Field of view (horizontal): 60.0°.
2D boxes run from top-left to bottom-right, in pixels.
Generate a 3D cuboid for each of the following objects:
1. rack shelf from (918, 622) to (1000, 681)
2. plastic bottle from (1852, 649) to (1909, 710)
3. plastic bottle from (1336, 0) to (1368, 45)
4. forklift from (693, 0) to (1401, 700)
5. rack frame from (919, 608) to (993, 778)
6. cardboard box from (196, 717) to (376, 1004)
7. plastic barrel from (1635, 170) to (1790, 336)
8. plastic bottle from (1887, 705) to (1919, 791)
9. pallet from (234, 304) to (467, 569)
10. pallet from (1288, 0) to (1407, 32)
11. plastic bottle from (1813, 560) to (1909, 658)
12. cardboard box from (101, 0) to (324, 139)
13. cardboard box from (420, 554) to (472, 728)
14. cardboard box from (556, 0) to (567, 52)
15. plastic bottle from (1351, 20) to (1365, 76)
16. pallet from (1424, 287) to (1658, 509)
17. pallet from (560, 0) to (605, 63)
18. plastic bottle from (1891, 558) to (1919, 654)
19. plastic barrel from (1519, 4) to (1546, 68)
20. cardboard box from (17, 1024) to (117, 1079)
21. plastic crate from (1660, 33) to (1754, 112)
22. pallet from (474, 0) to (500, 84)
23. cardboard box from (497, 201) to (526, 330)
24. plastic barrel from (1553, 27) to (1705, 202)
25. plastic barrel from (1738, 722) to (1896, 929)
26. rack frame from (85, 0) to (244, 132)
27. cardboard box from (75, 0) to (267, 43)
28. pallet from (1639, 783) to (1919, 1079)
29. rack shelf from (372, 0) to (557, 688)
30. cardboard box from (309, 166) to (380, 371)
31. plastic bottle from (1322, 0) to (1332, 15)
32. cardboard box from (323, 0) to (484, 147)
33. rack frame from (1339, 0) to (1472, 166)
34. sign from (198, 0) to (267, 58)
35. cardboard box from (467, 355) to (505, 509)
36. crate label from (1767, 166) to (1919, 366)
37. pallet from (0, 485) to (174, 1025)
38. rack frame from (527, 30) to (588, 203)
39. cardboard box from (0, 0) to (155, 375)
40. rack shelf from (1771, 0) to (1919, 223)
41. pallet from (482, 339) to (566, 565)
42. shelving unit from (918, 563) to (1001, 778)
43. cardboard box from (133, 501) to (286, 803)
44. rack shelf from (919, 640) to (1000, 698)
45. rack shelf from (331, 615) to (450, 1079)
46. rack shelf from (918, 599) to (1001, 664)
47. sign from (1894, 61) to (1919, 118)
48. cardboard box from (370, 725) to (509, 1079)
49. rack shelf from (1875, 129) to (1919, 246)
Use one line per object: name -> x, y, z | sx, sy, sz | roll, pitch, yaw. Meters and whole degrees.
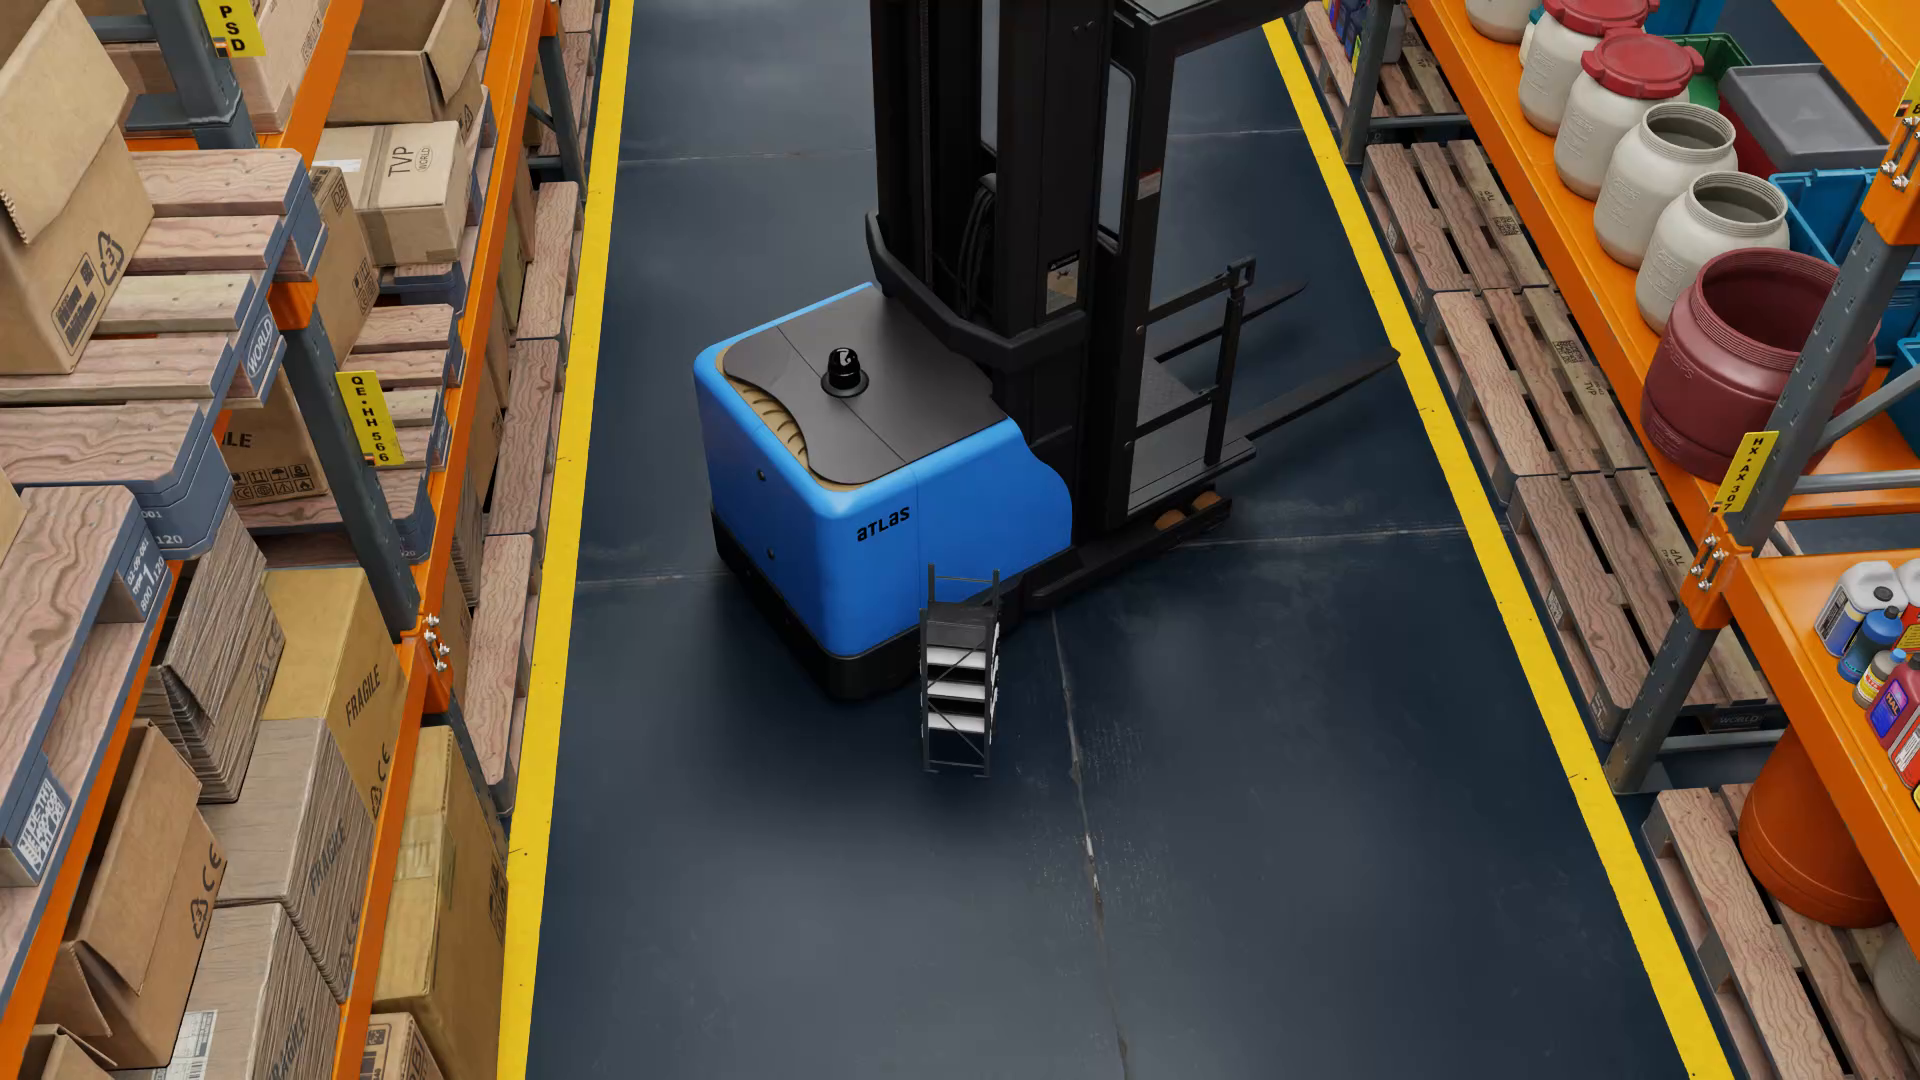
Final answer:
rack shelf -> 0.000, 0.372, 5.713 | 0.258, 0.077, 0.200 | 5, 47, 5
plastic bottle -> 2.558, 0.378, 4.600 | 0.097, 0.201, 0.097 | 0, 47, 0
plastic bottle -> 2.162, -2.901, 9.090 | 0.144, 0.351, 0.185 | -6, 47, -5
forklift -> 0.515, -1.262, 6.063 | 3.031, 2.935, 1.130 | -26, 52, -23
rack frame -> -0.013, 0.546, 5.750 | 0.240, 0.900, 0.006 | 5, 47, 5
cardboard box -> -1.758, 0.790, 4.003 | 0.500, 0.500, 0.500 | -4, 47, -4
plastic barrel -> 2.555, -0.949, 5.642 | 0.421, 0.512, 0.421 | 0, 47, 0
plastic bottle -> 2.606, 0.531, 4.403 | 0.152, 0.276, 0.135 | -3, 47, -3
pallet -> -2.248, -0.321, 5.257 | 1.213, 0.211, 1.003 | -3, 47, -3
pallet -> 2.399, -3.488, 10.044 | 1.003, 0.211, 1.213 | -3, 47, -3
plastic bottle -> 2.568, 0.196, 4.720 | 0.152, 0.276, 0.135 | -3, 47, -3
cardboard box -> -1.868, -1.214, 4.007 | 0.500, 0.250, 0.500 | -3, 47, -3
cardboard box -> -2.158, 0.346, 5.911 | 0.700, 0.500, 0.500 | -6, 47, -5
cardboard box -> -2.466, -2.763, 8.870 | 0.500, 0.500, 0.500 | 10, 47, 9
plastic bottle -> 2.150, -2.619, 8.868 | 0.061, 0.283, 0.133 | -1, 47, -1
pallet -> 2.728, -0.664, 7.370 | 1.003, 0.211, 1.213 | -3, 47, -3
pallet -> -2.614, -3.182, 9.755 | 1.003, 0.211, 1.213 | -3, 47, -3
plastic bottle -> 2.719, 0.187, 4.729 | 0.152, 0.276, 0.135 | -3, 47, -3
plastic barrel -> 2.477, -2.059, 6.866 | 0.301, 0.262, 0.301 | 0, 47, 0
cardboard box -> -1.922, 1.229, 2.897 | 0.797, 0.503, 0.637 | -2, 47, -2
plastic crate -> 2.946, -1.758, 6.631 | 0.450, 0.188, 0.662 | -3, 47, -3
pallet -> -2.498, -2.145, 6.984 | 1.003, 0.211, 1.213 | -3, 47, -3
cardboard box -> -2.366, -1.272, 7.444 | 0.700, 0.500, 0.500 | -4, 47, -4
plastic barrel -> 2.478, -1.571, 6.215 | 0.433, 0.535, 0.433 | 0, 47, 0
plastic barrel -> 2.912, 0.775, 5.292 | 0.600, 0.830, 0.708 | -3, 47, -3
rack frame -> -2.082, -1.941, 2.527 | 1.000, 3.000, 0.127 | -3, 47, -3
cardboard box -> -1.865, -1.472, 3.735 | 0.500, 0.500, 0.500 | -3, 47, -3
pallet -> 2.961, 1.347, 5.465 | 1.003, 0.211, 1.213 | -3, 47, -3
rack shelf -> -2.249, -1.078, 6.337 | 1.077, 0.370, 4.000 | -3, 47, -3
cardboard box -> -2.313, -0.843, 5.261 | 0.700, 0.500, 0.500 | 3, 47, 3
plastic bottle -> 2.135, -3.135, 9.311 | 0.144, 0.351, 0.185 | -4, 47, -4
cardboard box -> -2.180, -1.704, 6.074 | 0.797, 0.503, 0.637 | 1, 47, 1
rack frame -> 2.519, -3.073, 7.731 | 1.000, 3.000, 0.127 | -3, 47, -3
sign -> -1.528, -1.143, 3.426 | 0.100, 0.325, 0.005 | -3, 47, -3
cardboard box -> -2.271, -0.464, 6.679 | 0.700, 0.500, 0.500 | 0, 47, 0
crate label -> 3.040, -0.927, 5.674 | 0.502, 0.435, 0.616 | -3, 47, -3
pallet -> -1.879, 0.427, 2.481 | 1.003, 0.211, 1.213 | -2, 47, -1
rack frame -> -2.417, -2.772, 7.446 | 1.000, 3.000, 0.127 | -3, 47, -3
cardboard box -> -1.959, -0.653, 3.012 | 0.797, 0.503, 0.637 | -1, 47, -1
rack shelf -> 2.686, -2.410, 5.533 | 1.077, 0.370, 4.000 | -3, 47, -3
pallet -> -2.245, -0.366, 7.087 | 1.003, 0.211, 1.213 | -3, 47, -3
shelving unit -> 0.000, 0.473, 5.819 | 0.258, 0.900, 0.210 | 5, 47, 5
cardboard box -> -2.037, 0.272, 3.803 | 0.797, 0.503, 0.637 | -2, 47, -2
rack shelf -> 0.000, 0.434, 5.778 | 0.258, 0.077, 0.200 | 5, 47, 5
rack shelf -> -1.915, 1.816, 3.596 | 1.077, 0.370, 4.000 | -3, 47, -3
rack shelf -> 0.000, 0.310, 5.647 | 0.258, 0.077, 0.200 | 5, 47, 5
sign -> 2.306, -1.136, 3.903 | 0.100, 0.325, 0.005 | -3, 47, -3
cardboard box -> -2.045, 1.208, 4.850 | 1.225, 0.875, 0.875 | -5, 47, -5
rack shelf -> 3.021, 0.484, 2.792 | 1.077, 0.370, 4.000 | -3, 47, -3
